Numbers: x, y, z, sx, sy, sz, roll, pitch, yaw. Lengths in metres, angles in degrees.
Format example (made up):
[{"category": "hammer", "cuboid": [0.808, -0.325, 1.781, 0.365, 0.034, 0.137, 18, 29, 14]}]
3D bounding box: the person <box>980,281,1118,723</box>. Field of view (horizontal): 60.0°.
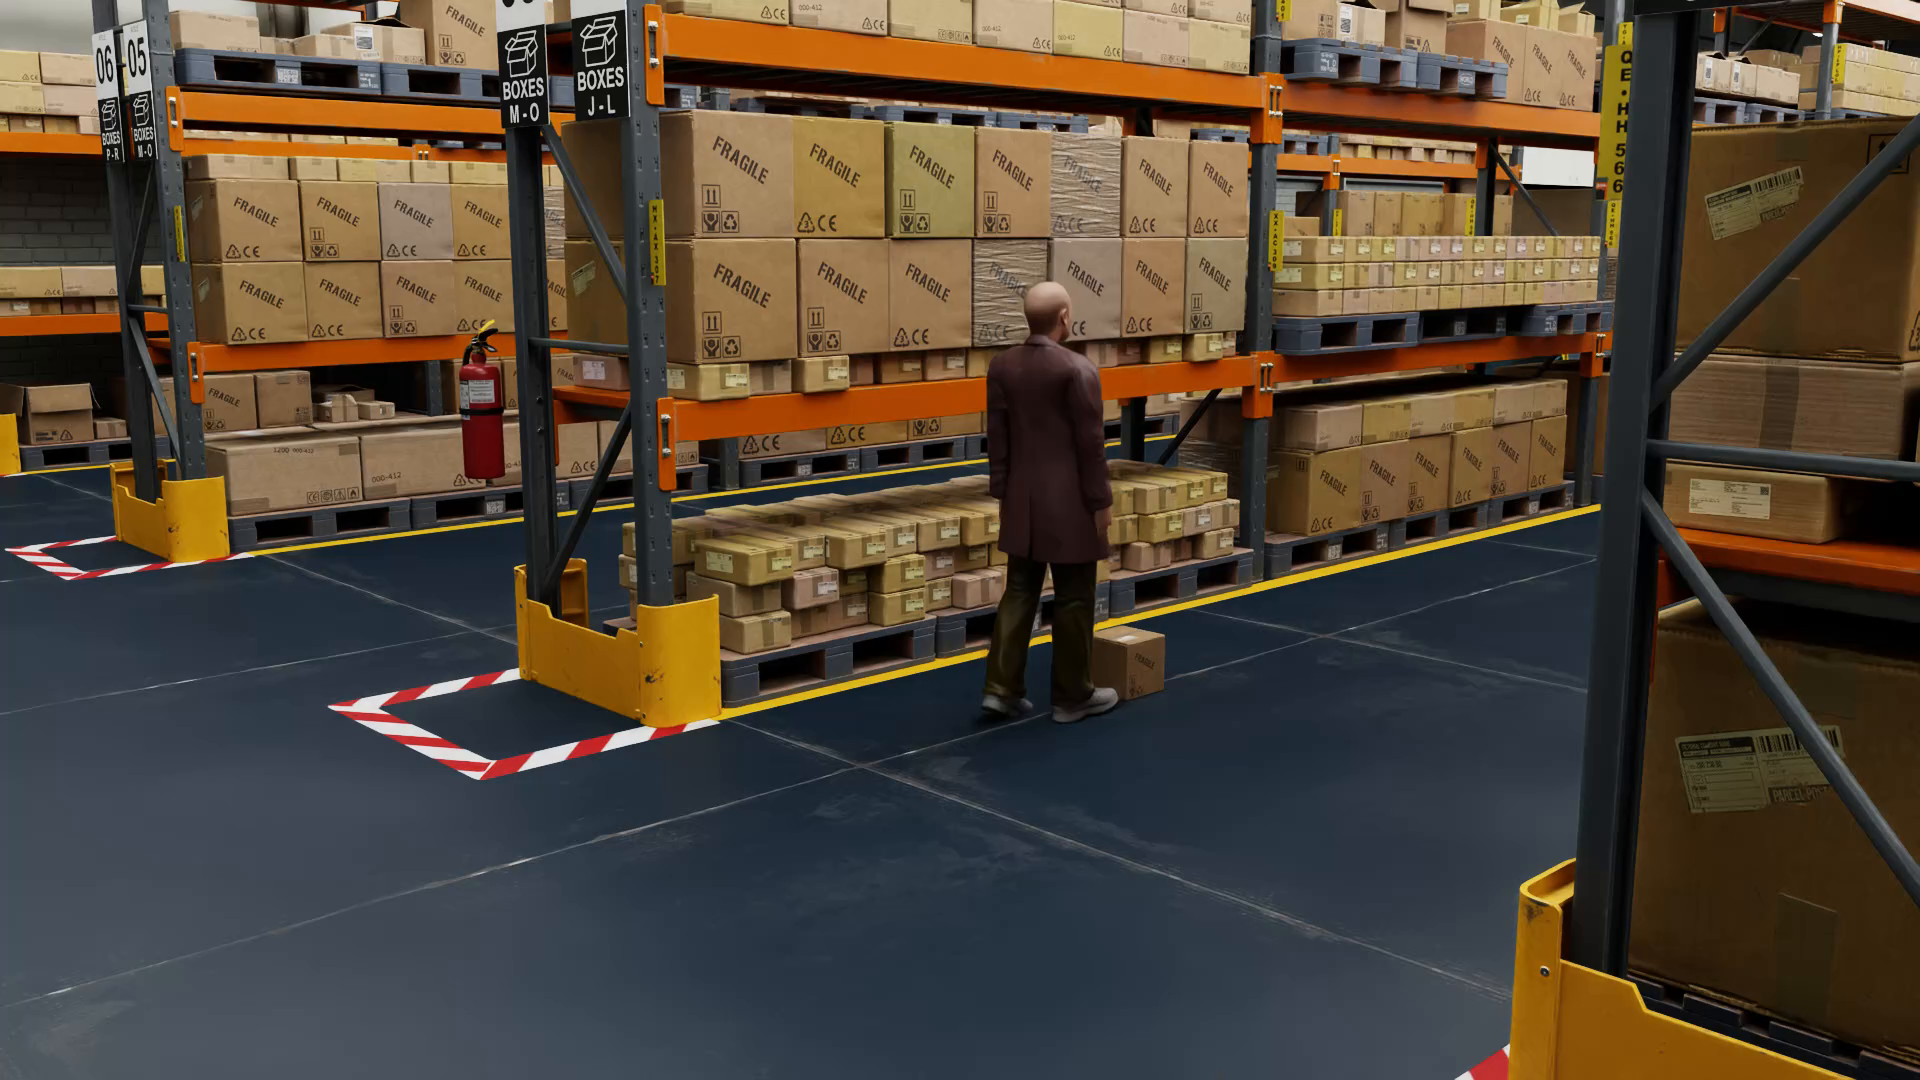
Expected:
[{"category": "person", "cuboid": [0.374, -0.128, 6.754, 0.583, 1.824, 0.580, 9, 14, 41]}]
